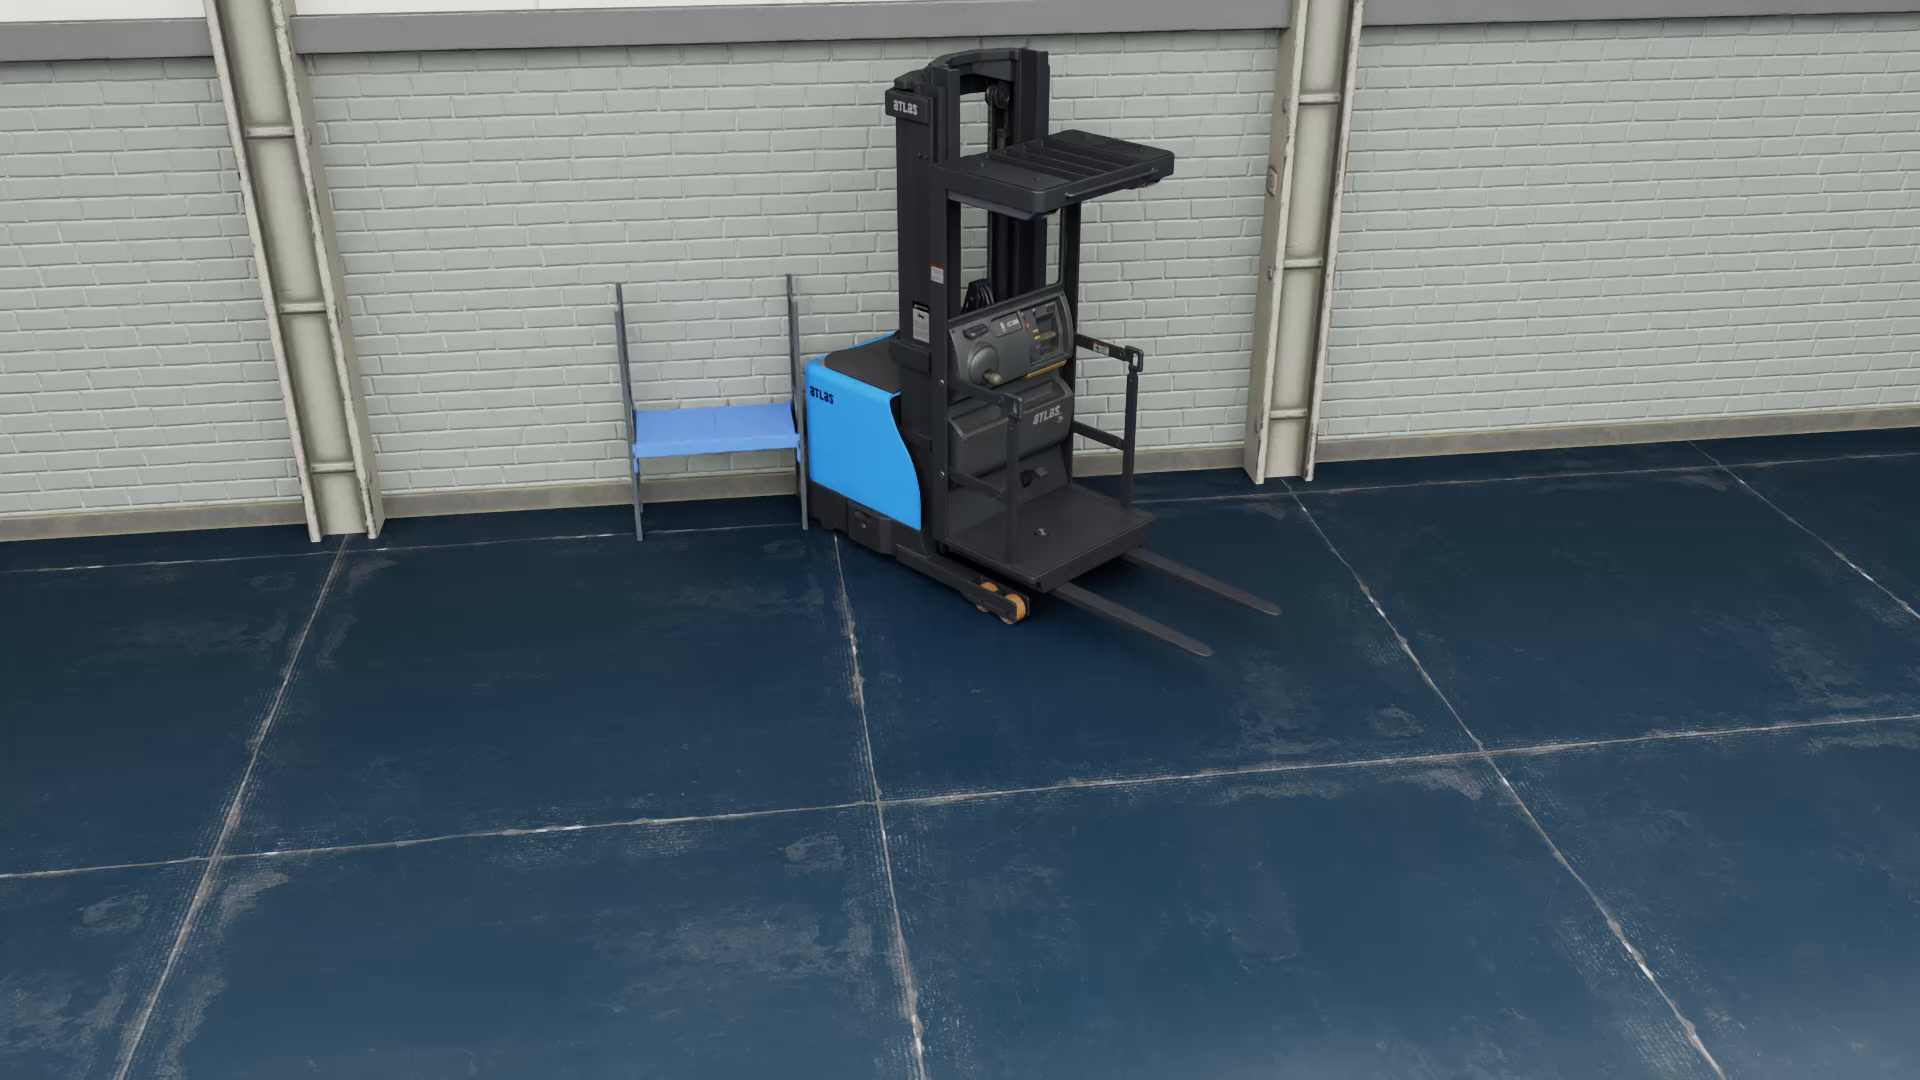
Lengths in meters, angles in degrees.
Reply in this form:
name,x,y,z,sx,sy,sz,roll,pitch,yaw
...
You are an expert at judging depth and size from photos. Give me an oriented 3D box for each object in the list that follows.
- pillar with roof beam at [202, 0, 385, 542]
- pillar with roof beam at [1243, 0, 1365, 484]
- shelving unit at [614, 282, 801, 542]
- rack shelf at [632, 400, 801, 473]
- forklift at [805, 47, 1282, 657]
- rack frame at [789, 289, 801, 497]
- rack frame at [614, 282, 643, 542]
name,x,y,z,sx,sy,sz,roll,pitch,yaw
pillar with roof beam,-3.218,-2.127,4.539,0.400,9.000,9.100,-4,27,-7
pillar with roof beam,2.724,-2.509,5.282,0.400,9.000,9.100,-4,27,-7
shelving unit,-1.508,-0.803,10.158,1.039,1.500,0.538,-4,29,-8
rack shelf,-1.505,-0.646,10.245,1.000,0.185,0.538,-4,29,-8
forklift,0.444,-1.100,9.184,1.130,2.935,3.031,-24,36,-39
rack frame,-1.003,-0.842,10.234,0.013,1.308,0.475,-4,29,-8
rack frame,-2.005,-0.765,10.085,0.032,1.500,0.500,-4,29,-8
